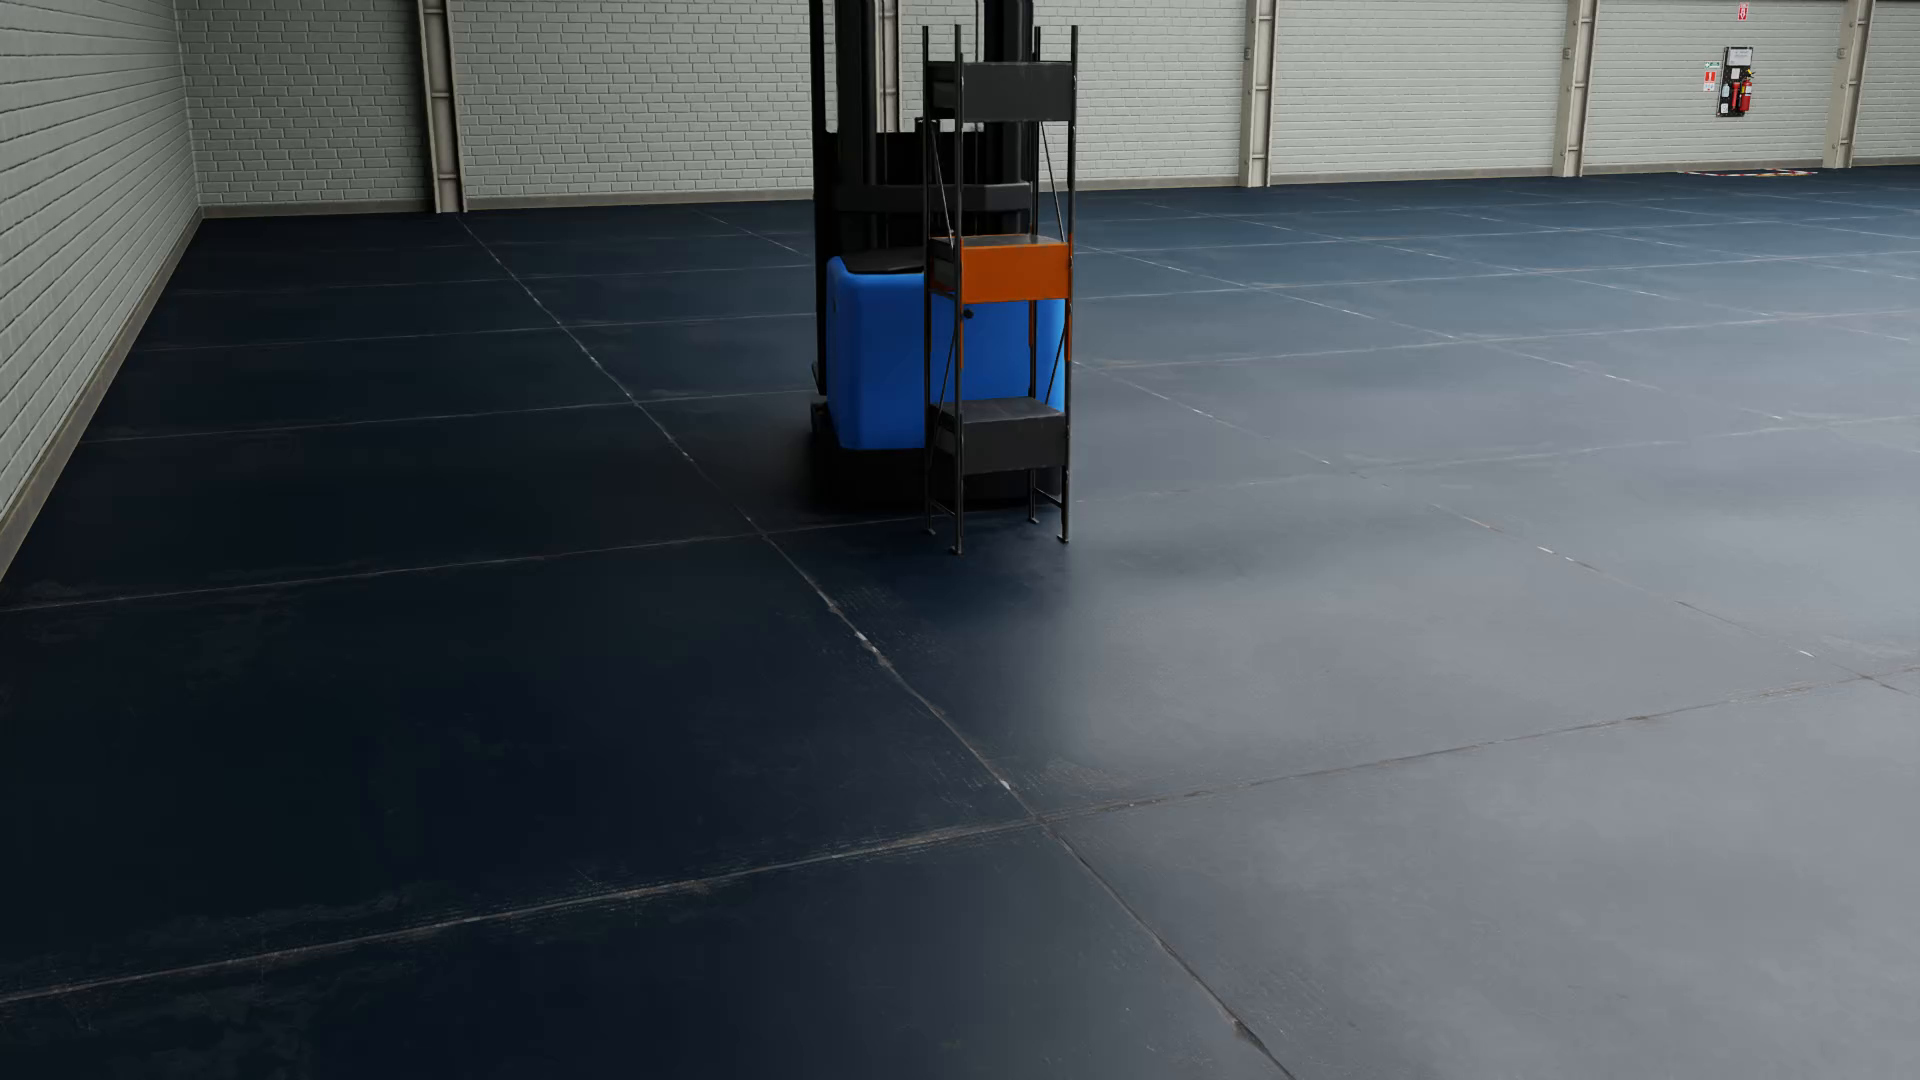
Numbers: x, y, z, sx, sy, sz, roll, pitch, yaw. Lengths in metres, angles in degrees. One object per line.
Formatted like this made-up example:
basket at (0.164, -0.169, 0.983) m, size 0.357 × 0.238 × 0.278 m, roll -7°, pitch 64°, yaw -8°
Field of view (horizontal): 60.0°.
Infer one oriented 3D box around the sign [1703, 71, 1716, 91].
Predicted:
sign at (12.893, -7.895, 28.595) m, size 0.234 × 0.329 × 0.001 m, roll -6°, pitch 17°, yaw -20°

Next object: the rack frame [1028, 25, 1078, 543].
rack frame at (0.382, -1.049, 6.943) m, size 0.015 × 2.100 × 0.400 m, roll -6°, pitch 17°, yaw -20°

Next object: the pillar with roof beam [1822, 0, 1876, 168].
pillar with roof beam at (17.308, -9.891, 24.809) m, size 0.400 × 9.000 × 9.100 m, roll -6°, pitch 17°, yaw -20°

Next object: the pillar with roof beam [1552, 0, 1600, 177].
pillar with roof beam at (11.705, -9.286, 22.749) m, size 0.400 × 9.000 × 9.100 m, roll -6°, pitch 17°, yaw -20°

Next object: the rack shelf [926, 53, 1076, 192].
rack shelf at (0.155, -1.683, 6.666) m, size 0.480 × 0.518 × 0.431 m, roll -6°, pitch 17°, yaw -20°

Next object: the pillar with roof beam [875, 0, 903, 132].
pillar with roof beam at (0.499, -8.076, 18.630) m, size 0.400 × 9.000 × 9.100 m, roll -6°, pitch 17°, yaw -20°

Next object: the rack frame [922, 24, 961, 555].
rack frame at (-0.073, -1.000, 6.775) m, size 0.015 × 2.100 × 0.400 m, roll -6°, pitch 17°, yaw -20°

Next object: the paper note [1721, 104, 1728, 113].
paper note at (13.256, -7.484, 28.823) m, size 0.142 × 0.148 × 0.016 m, roll -6°, pitch 17°, yaw -20°

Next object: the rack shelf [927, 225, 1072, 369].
rack shelf at (0.155, -1.011, 6.863) m, size 0.480 × 0.518 × 0.431 m, roll -6°, pitch 17°, yaw -20°

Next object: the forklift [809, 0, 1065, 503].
forklift at (-0.220, -1.940, 8.501) m, size 1.130 × 2.935 × 3.031 m, roll -2°, pitch 17°, yaw -7°

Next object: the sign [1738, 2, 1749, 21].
sign at (13.403, -9.044, 28.457) m, size 0.199 × 0.298 × 0.001 m, roll -6°, pitch 17°, yaw -20°

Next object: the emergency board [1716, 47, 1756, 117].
emergency board at (13.446, -7.906, 28.698) m, size 0.643 × 1.169 × 0.194 m, roll -6°, pitch 17°, yaw -20°

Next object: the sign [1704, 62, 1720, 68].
sign at (12.900, -8.147, 28.514) m, size 0.331 × 0.109 × 0.001 m, roll -6°, pitch 17°, yaw -20°

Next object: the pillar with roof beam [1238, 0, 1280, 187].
pillar with roof beam at (6.102, -8.681, 20.689) m, size 0.400 × 9.000 × 9.100 m, roll -6°, pitch 17°, yaw -20°

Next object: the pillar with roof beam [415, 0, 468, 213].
pillar with roof beam at (-5.103, -7.471, 16.570) m, size 0.400 × 9.000 × 9.100 m, roll -6°, pitch 17°, yaw -20°

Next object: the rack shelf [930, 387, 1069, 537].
rack shelf at (0.155, -0.339, 7.060) m, size 0.480 × 0.518 × 0.431 m, roll -6°, pitch 17°, yaw -20°

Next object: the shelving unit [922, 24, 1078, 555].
shelving unit at (0.155, -1.024, 6.859) m, size 0.503 × 2.100 × 0.431 m, roll -6°, pitch 17°, yaw -20°
